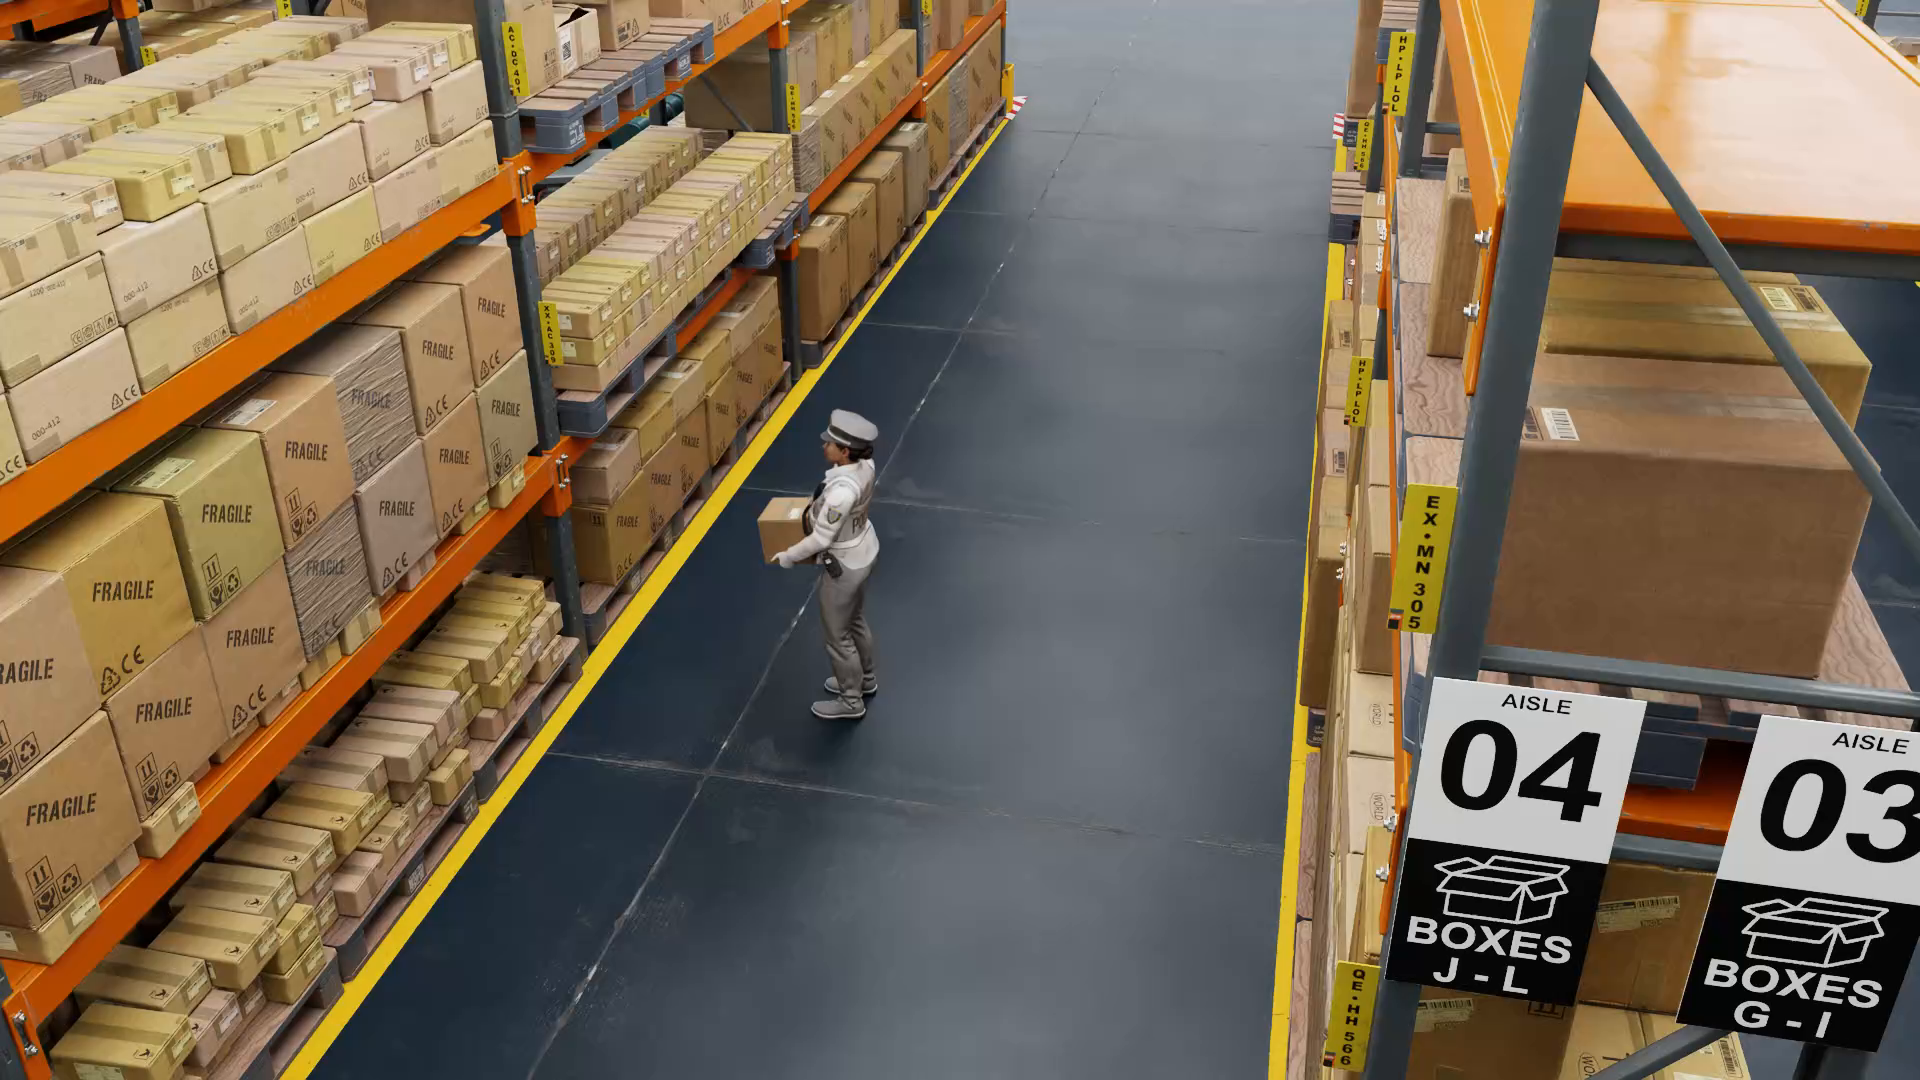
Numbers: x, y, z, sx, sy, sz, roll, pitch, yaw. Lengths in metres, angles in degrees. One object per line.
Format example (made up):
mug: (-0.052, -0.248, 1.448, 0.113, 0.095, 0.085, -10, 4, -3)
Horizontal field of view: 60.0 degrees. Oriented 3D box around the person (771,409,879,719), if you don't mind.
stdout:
person: (-0.655, 0.112, 8.386, 0.532, 1.690, 0.459, 6, 30, 11)
